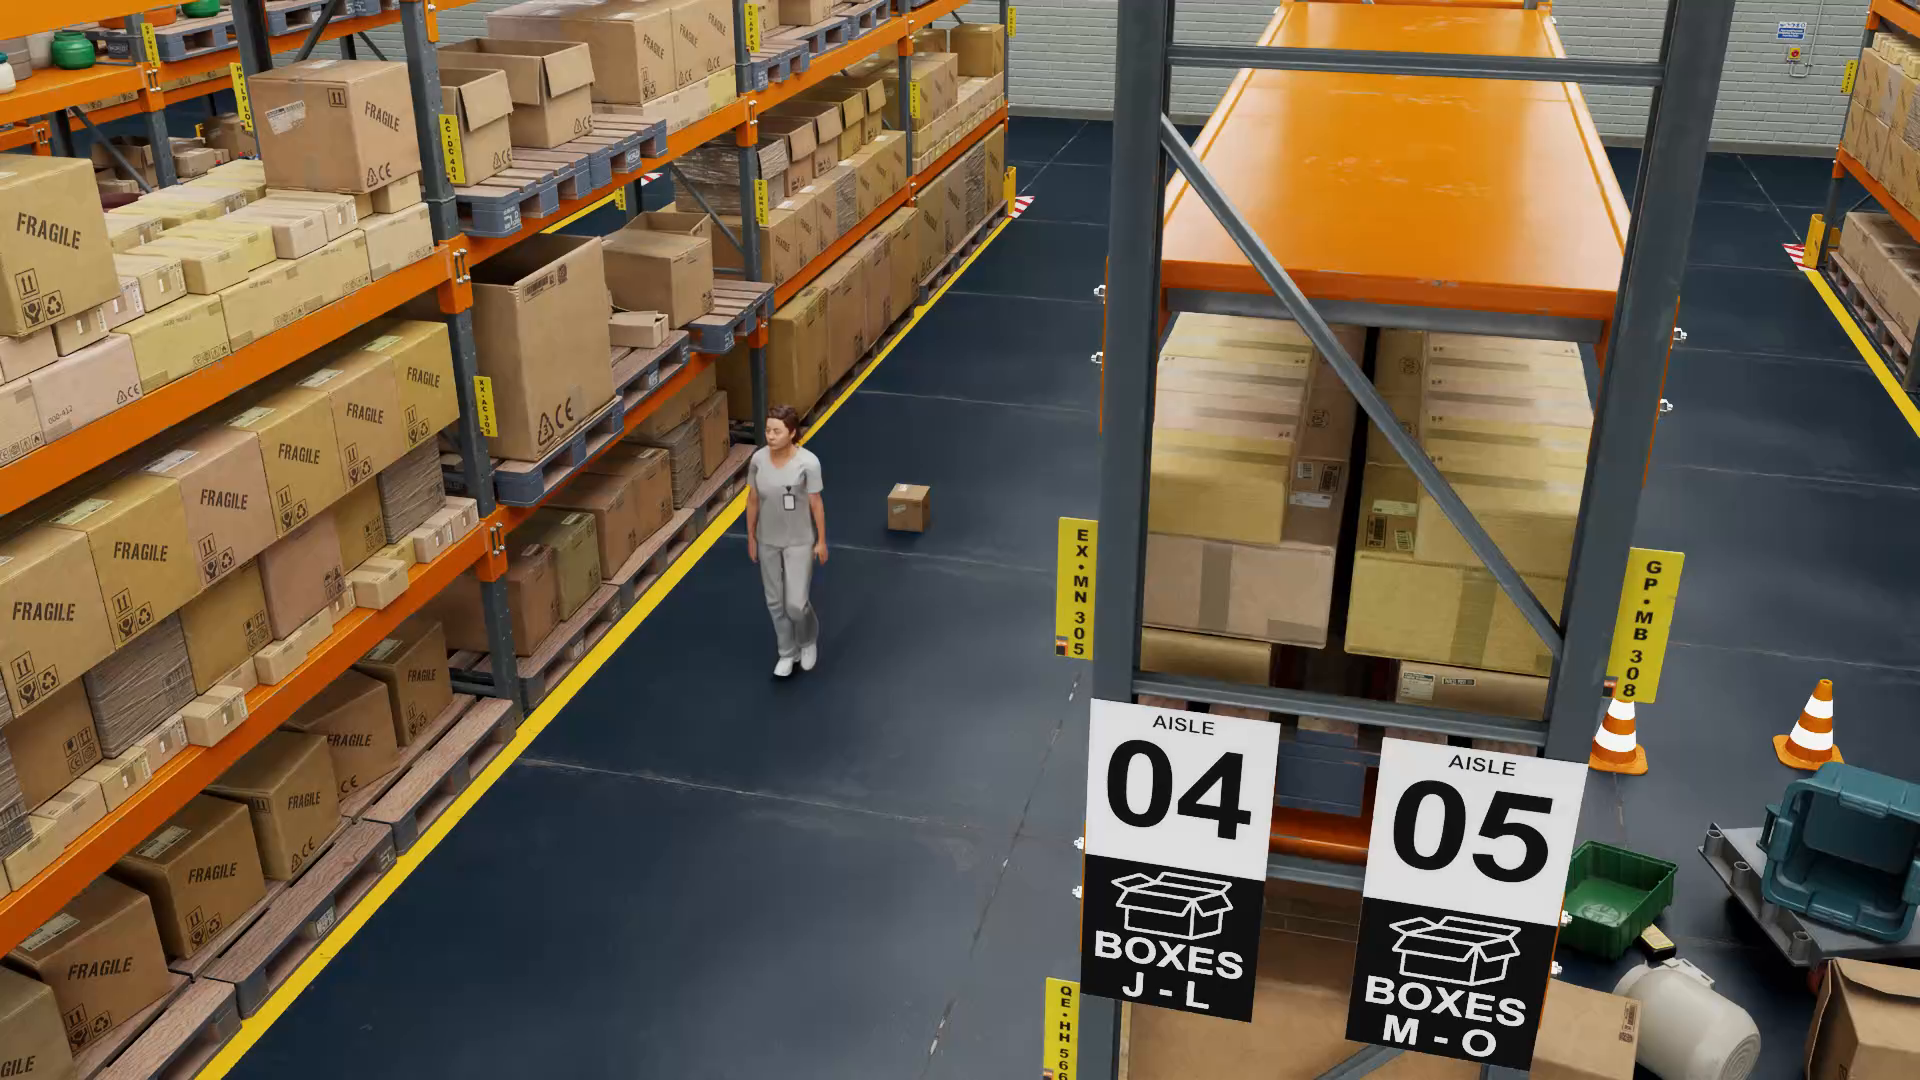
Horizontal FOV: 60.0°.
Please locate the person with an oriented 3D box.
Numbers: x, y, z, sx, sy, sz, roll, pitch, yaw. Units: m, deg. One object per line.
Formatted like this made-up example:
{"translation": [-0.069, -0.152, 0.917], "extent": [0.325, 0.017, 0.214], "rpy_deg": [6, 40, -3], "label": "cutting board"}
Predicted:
{"translation": [-1.017, 0.029, 9.580], "extent": [0.475, 1.665, 0.452], "rpy_deg": [8, 27, 16], "label": "person"}
